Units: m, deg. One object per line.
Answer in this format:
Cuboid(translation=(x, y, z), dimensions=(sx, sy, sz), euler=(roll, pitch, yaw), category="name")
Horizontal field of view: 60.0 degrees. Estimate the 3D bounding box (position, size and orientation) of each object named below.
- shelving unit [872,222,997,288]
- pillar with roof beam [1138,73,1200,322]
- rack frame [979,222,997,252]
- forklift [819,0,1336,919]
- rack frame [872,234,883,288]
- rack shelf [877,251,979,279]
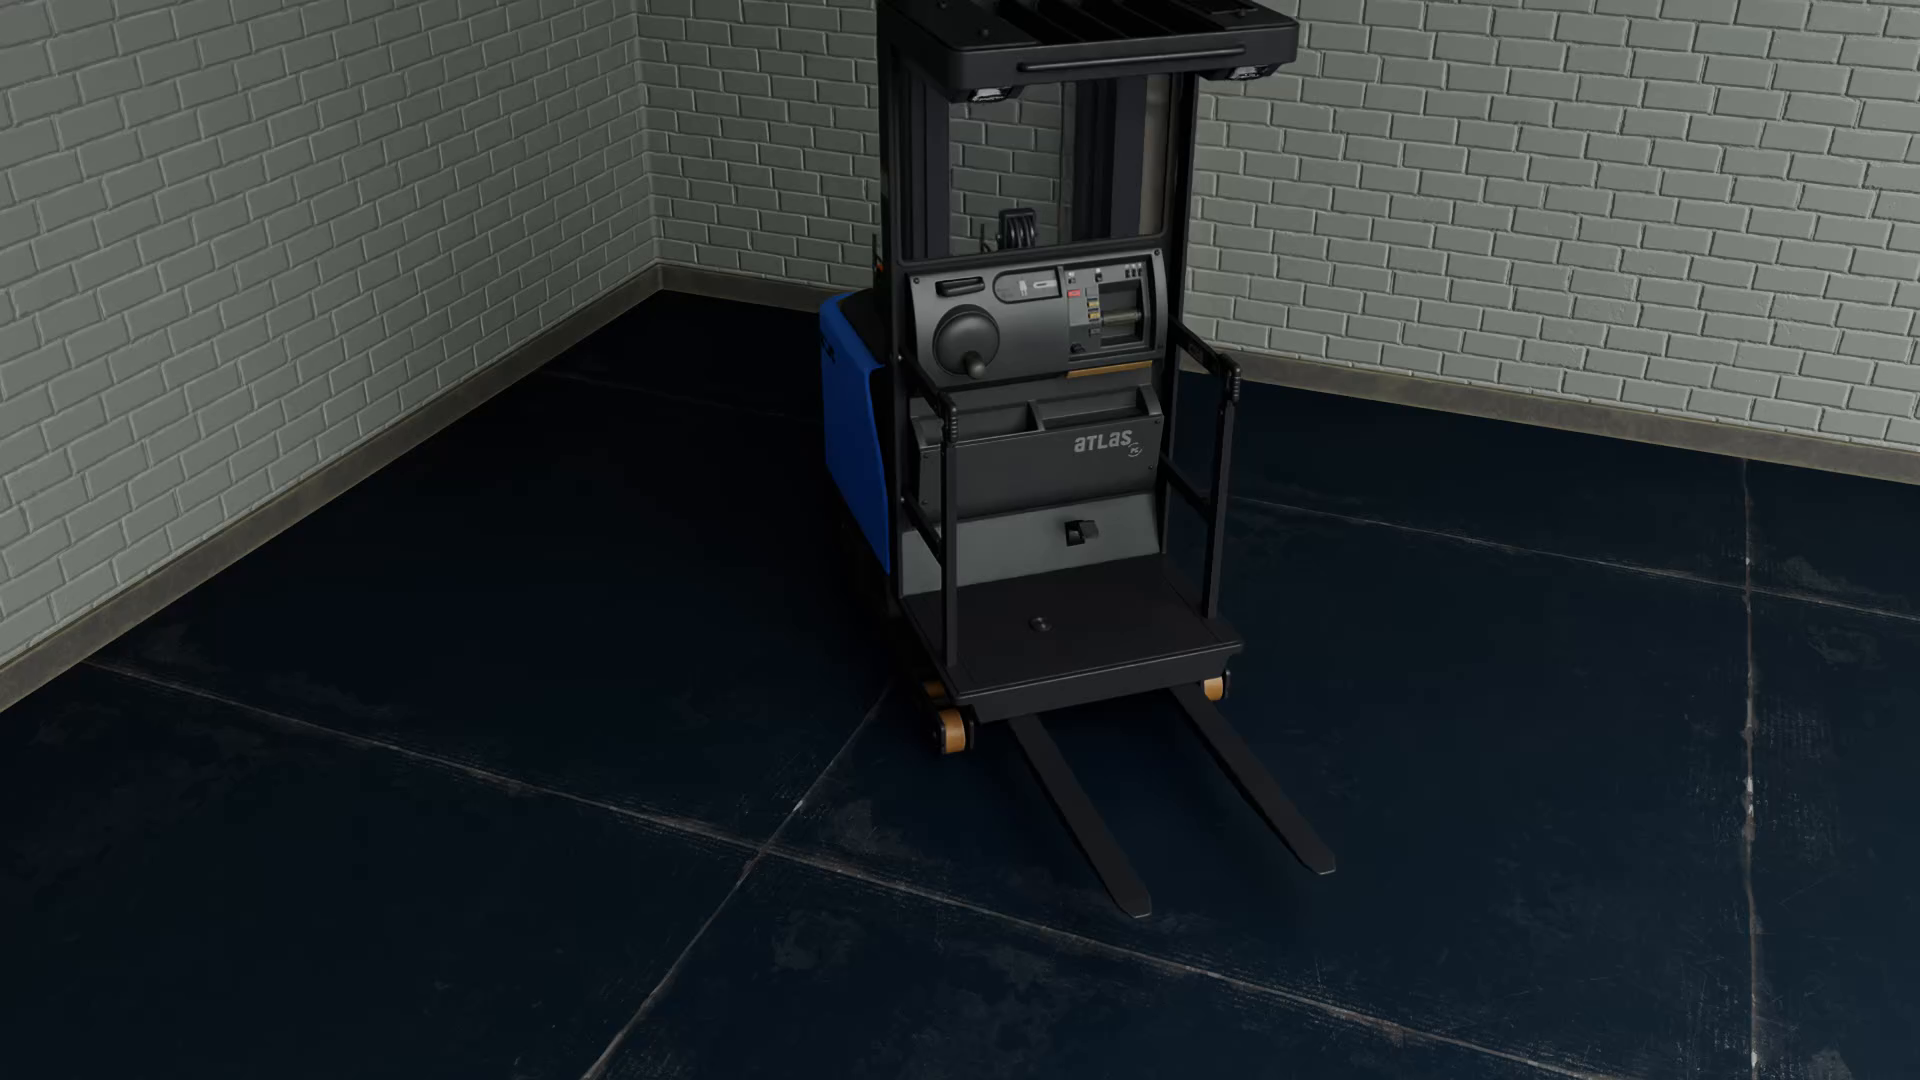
Cuboid(translation=(-0.103, -0.773, 7.398), dimensions=(0.503, 1.200, 0.258), euler=(-9, 31, -16), category="shelving unit")
Cuboid(translation=(-0.688, -2.845, 3.139), dimensions=(0.400, 9.000, 9.100), euler=(11, 31, 19), category="pillar with roof beam")
Cuboid(translation=(0.129, -0.811, 7.464), dimensions=(0.015, 1.200, 0.240), euler=(-9, 31, -16), category="rack frame")
Cuboid(translation=(0.349, -0.738, 5.577), dimensions=(1.130, 2.935, 3.031), euler=(-9, 31, -16), category="forklift")
Cuboid(translation=(-0.335, -0.735, 7.332), dimensions=(0.015, 1.200, 0.240), euler=(-9, 31, -16), category="rack frame")
Cuboid(translation=(-0.103, -1.115, 7.205), dimensions=(0.480, 0.148, 0.258), euler=(-9, 31, -16), category="rack shelf")
